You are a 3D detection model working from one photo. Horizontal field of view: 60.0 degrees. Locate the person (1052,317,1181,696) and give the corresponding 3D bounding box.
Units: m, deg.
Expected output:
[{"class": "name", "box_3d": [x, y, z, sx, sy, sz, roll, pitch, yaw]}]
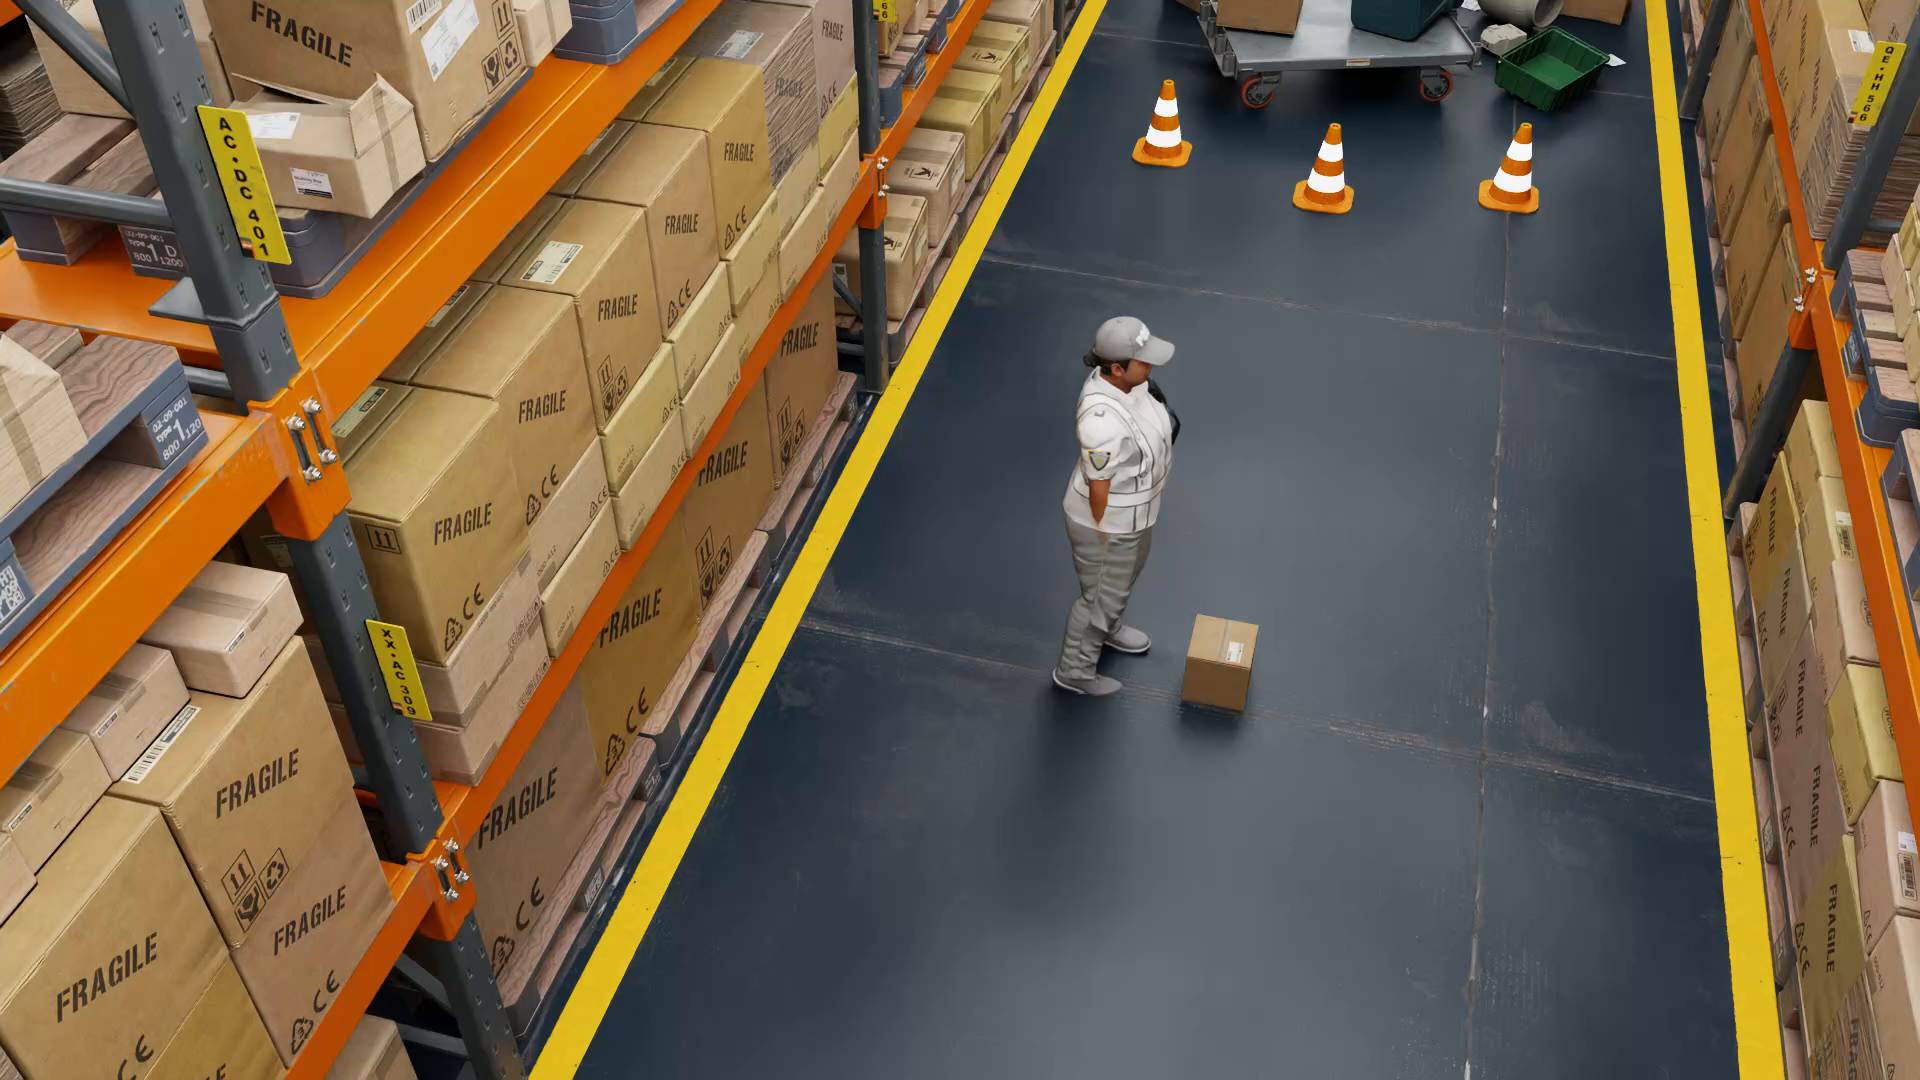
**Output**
[{"class": "person", "box_3d": [0.594, -0.118, 6.323, 0.386, 1.695, 0.467, 11, 42, 12]}]
